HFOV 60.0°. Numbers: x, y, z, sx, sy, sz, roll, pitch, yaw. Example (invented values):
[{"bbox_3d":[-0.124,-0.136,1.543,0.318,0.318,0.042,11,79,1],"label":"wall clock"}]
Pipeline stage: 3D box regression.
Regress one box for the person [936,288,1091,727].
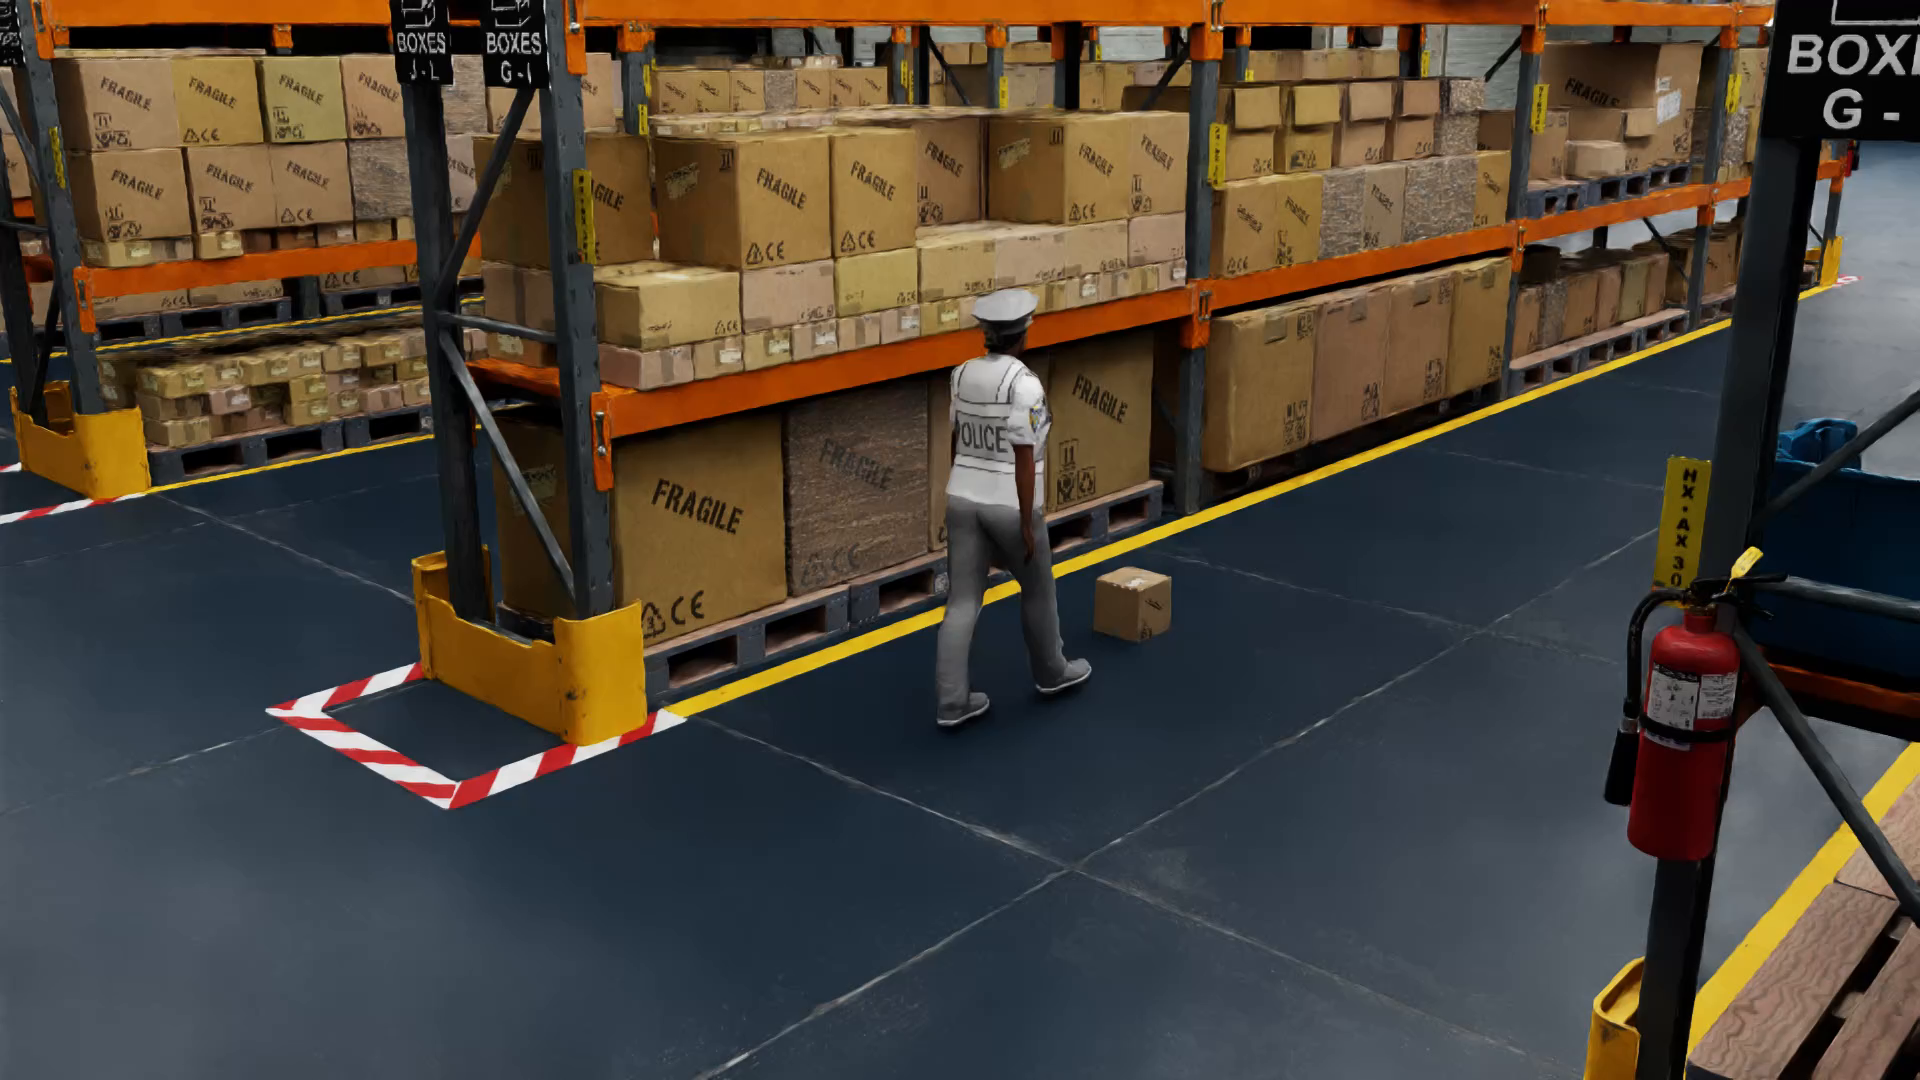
[{"bbox_3d":[0.173,-0.149,6.475,0.467,1.636,0.792,12,21,34],"label":"person"}]
